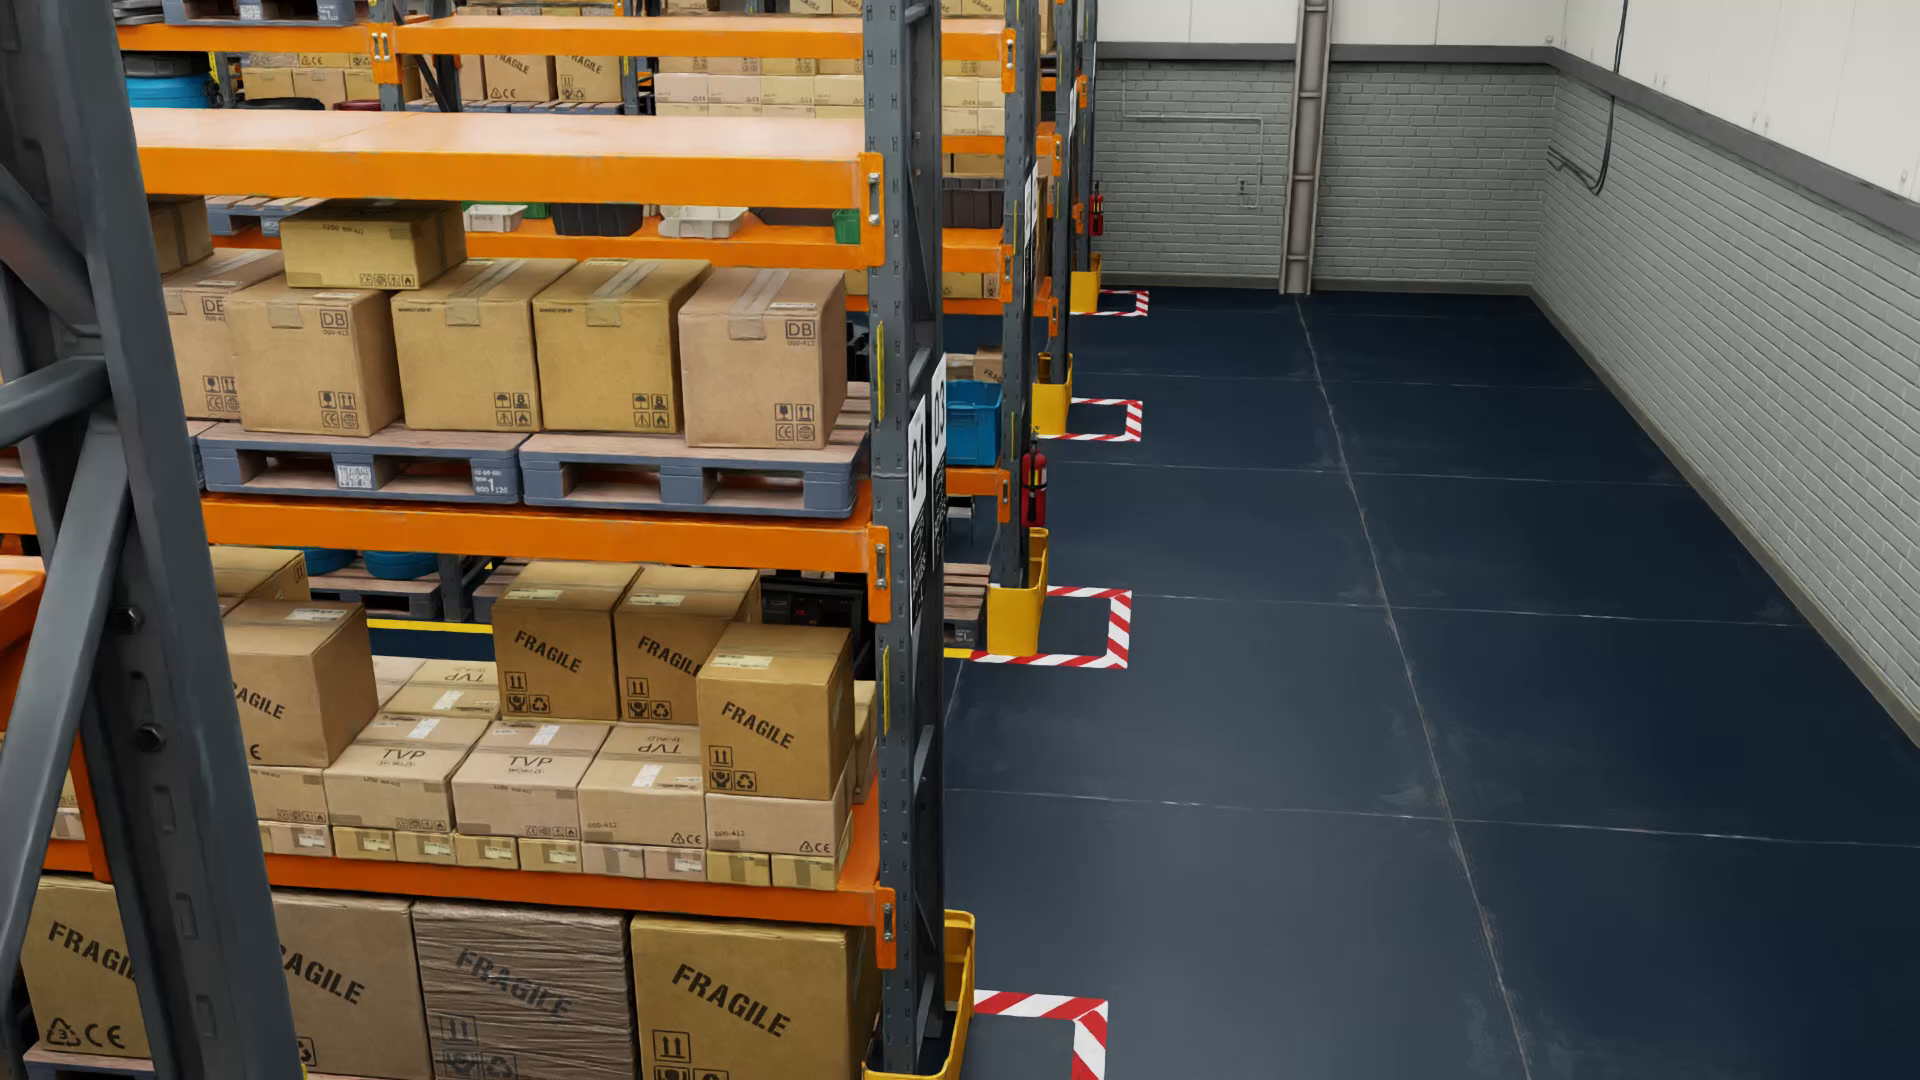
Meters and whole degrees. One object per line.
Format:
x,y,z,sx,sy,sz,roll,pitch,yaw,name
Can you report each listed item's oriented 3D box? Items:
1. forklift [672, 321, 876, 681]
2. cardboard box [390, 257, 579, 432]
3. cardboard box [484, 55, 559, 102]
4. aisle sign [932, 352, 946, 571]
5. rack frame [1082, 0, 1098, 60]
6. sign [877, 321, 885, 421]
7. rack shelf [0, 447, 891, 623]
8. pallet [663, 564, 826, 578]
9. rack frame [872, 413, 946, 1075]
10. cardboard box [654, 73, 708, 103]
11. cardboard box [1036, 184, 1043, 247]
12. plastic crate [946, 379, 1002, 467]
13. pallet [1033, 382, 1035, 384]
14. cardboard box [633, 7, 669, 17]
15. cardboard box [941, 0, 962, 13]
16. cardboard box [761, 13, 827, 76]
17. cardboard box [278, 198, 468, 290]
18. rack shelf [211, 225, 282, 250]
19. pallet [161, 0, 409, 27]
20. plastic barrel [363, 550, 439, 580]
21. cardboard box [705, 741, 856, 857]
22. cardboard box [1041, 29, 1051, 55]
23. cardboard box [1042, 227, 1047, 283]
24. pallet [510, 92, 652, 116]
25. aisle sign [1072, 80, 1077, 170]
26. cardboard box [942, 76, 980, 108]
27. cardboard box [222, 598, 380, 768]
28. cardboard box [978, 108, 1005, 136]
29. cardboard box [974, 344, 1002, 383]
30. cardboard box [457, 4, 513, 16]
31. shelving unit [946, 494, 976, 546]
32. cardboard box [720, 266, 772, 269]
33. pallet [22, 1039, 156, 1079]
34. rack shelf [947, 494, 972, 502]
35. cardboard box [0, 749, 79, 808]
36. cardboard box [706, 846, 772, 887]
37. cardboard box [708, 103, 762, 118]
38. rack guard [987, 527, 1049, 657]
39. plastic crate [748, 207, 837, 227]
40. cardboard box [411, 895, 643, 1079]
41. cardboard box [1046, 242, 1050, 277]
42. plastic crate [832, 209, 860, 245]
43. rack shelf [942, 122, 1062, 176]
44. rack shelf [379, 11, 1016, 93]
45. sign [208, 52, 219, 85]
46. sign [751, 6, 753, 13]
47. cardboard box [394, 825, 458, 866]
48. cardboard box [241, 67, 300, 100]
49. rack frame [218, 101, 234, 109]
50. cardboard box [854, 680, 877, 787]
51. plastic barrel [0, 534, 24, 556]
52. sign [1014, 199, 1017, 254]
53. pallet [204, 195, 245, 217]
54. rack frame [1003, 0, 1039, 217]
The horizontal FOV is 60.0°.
-0.993,0.441,8.338,1.130,2.935,3.031,4,22,11,forklift
-1.776,-0.758,6.355,0.500,0.500,0.700,1,22,3,cardboard box
-4.150,-4.541,15.924,0.600,0.600,0.600,2,22,6,cardboard box
-0.083,-0.315,6.620,0.004,0.787,0.394,2,22,6,aisle sign
1.560,-7.215,19.449,0.127,3.000,1.000,2,22,6,rack frame
-0.267,-0.572,5.629,0.005,0.325,0.100,2,22,6,sign
-2.175,-0.146,6.628,4.000,0.370,1.077,2,22,6,rack shelf
-1.629,0.386,12.177,1.213,0.211,1.003,2,22,6,pallet
-0.189,1.001,6.829,0.127,3.000,1.000,2,22,6,rack frame
-2.538,-4.235,15.516,0.500,0.250,0.500,2,22,6,cardboard box
0.506,-3.046,15.569,0.500,0.500,0.500,2,22,6,cardboard box
0.039,-0.798,11.249,0.499,0.435,0.616,2,22,6,plastic crate
0.113,-1.356,16.584,1.213,0.211,1.003,2,22,6,pallet
-3.834,-6.322,20.538,0.500,0.500,0.700,2,22,5,cardboard box
-0.214,-6.318,19.737,0.500,0.500,0.500,2,22,4,cardboard box
-1.527,-4.595,15.408,0.500,0.500,0.700,2,22,6,cardboard box
-2.194,-1.122,6.256,0.500,0.250,0.500,2,22,5,cardboard box
-5.565,-2.128,11.640,4.000,0.370,1.077,2,22,6,rack shelf
-4.404,-3.521,10.908,1.213,0.211,1.003,2,22,6,pallet
-4.117,-0.230,12.224,0.708,0.901,0.600,2,22,6,plastic barrel
-0.702,1.008,6.609,0.500,0.250,0.500,2,22,5,cardboard box
0.801,-5.926,19.767,0.500,0.250,0.500,3,22,8,cardboard box
0.571,-2.778,16.250,0.500,0.500,0.500,3,22,7,cardboard box
-3.631,-4.150,16.034,1.003,0.211,1.213,2,22,6,pallet
1.083,-3.929,15.762,0.004,0.787,0.394,2,22,6,aisle sign
-0.056,-4.124,15.236,0.500,0.250,0.500,2,22,6,cardboard box
-2.711,0.569,6.699,0.500,0.500,0.500,2,22,5,cardboard box
0.439,-3.867,15.265,0.500,0.250,0.500,2,22,6,cardboard box
0.411,-1.592,16.187,0.500,0.500,0.500,2,22,6,cardboard box
-5.906,-6.417,20.777,0.500,0.500,0.700,1,22,2,cardboard box
0.008,-0.418,13.273,0.210,0.900,0.258,2,22,6,shelving unit
-2.009,-2.693,16.035,0.500,0.500,0.500,3,22,7,cardboard box
-3.416,2.186,7.624,1.213,0.211,1.003,2,22,6,pallet
0.008,-0.387,13.286,0.200,0.077,0.258,2,22,6,rack shelf
-3.726,0.875,6.946,0.500,0.250,0.500,2,22,5,cardboard box
-0.840,1.212,6.637,0.250,0.149,0.380,3,22,7,cardboard box
-2.042,-3.980,15.550,0.500,0.250,0.500,2,22,6,cardboard box
0.419,0.351,11.872,0.348,0.500,1.175,2,22,6,rack guard
-1.091,-2.340,11.284,0.767,0.338,0.504,2,22,6,plastic crate
-1.738,1.756,7.238,0.875,0.875,0.875,2,22,6,cardboard box
0.853,-3.451,20.918,0.500,0.500,0.700,2,22,6,cardboard box
-0.619,-2.042,10.734,0.336,0.188,0.450,2,22,6,plastic crate
-1.006,-3.763,15.776,4.000,0.370,1.077,2,22,6,rack shelf
-1.593,-3.163,10.724,4.000,0.370,1.077,2,22,6,rack shelf
-7.038,-4.432,15.679,0.005,0.325,0.100,2,22,6,sign
-2.467,-6.181,19.783,0.005,0.325,0.100,2,22,6,sign
-2.100,1.156,6.777,0.250,0.149,0.380,3,22,7,cardboard box
-6.527,-4.397,16.266,0.500,0.500,0.910,2,22,6,cardboard box
-6.964,-2.962,16.852,0.127,3.000,1.000,2,22,6,rack frame
-0.634,0.813,7.103,0.500,0.250,0.500,2,22,5,cardboard box
-7.063,-0.325,12.562,0.708,0.830,0.600,2,22,6,plastic barrel
0.345,-1.952,10.361,0.005,0.325,0.100,2,22,6,sign
-5.923,-1.470,9.254,1.331,0.211,5.837,3,22,9,pallet
0.394,-3.597,10.300,0.127,3.000,1.000,2,22,6,rack frame
